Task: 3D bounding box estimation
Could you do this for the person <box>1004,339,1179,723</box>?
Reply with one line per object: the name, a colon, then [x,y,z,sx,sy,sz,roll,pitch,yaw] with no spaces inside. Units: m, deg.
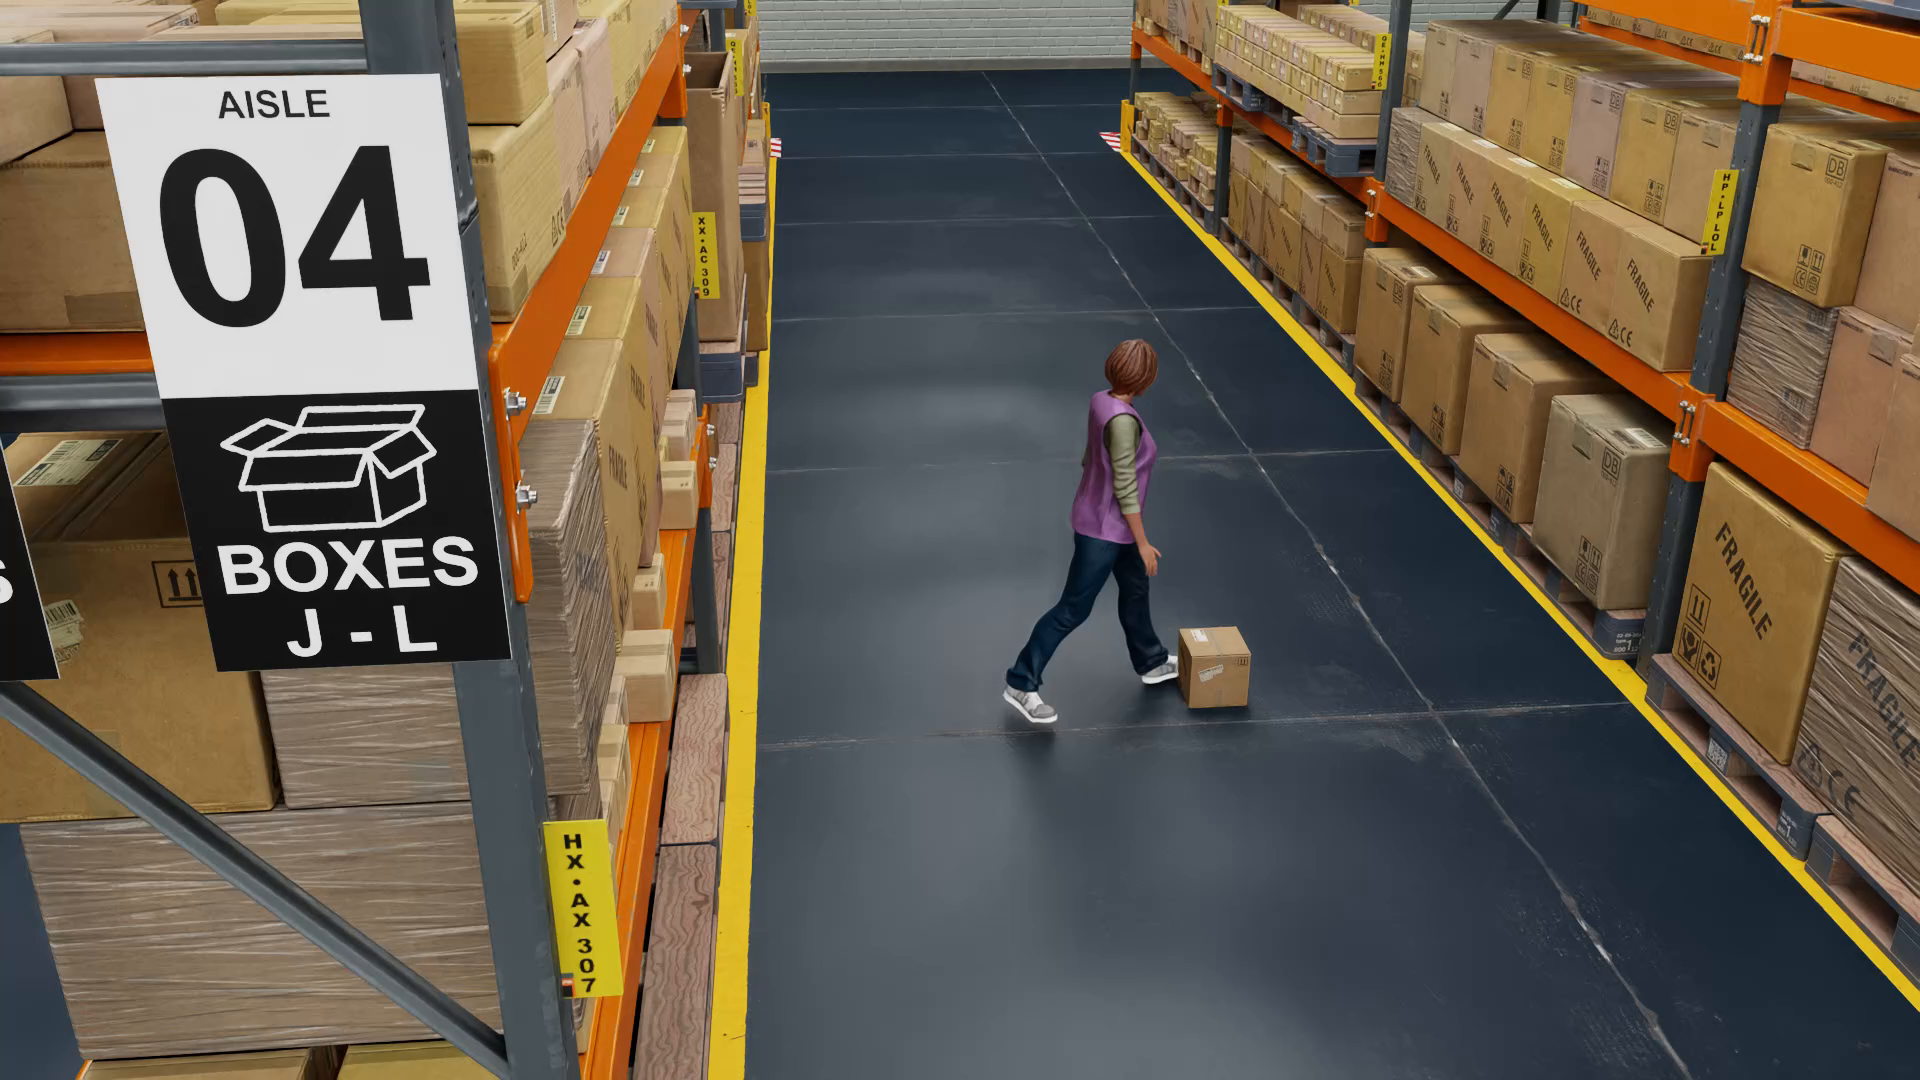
person: [0.607,-0.039,6.699,0.845,1.554,0.551,1,24,2]
